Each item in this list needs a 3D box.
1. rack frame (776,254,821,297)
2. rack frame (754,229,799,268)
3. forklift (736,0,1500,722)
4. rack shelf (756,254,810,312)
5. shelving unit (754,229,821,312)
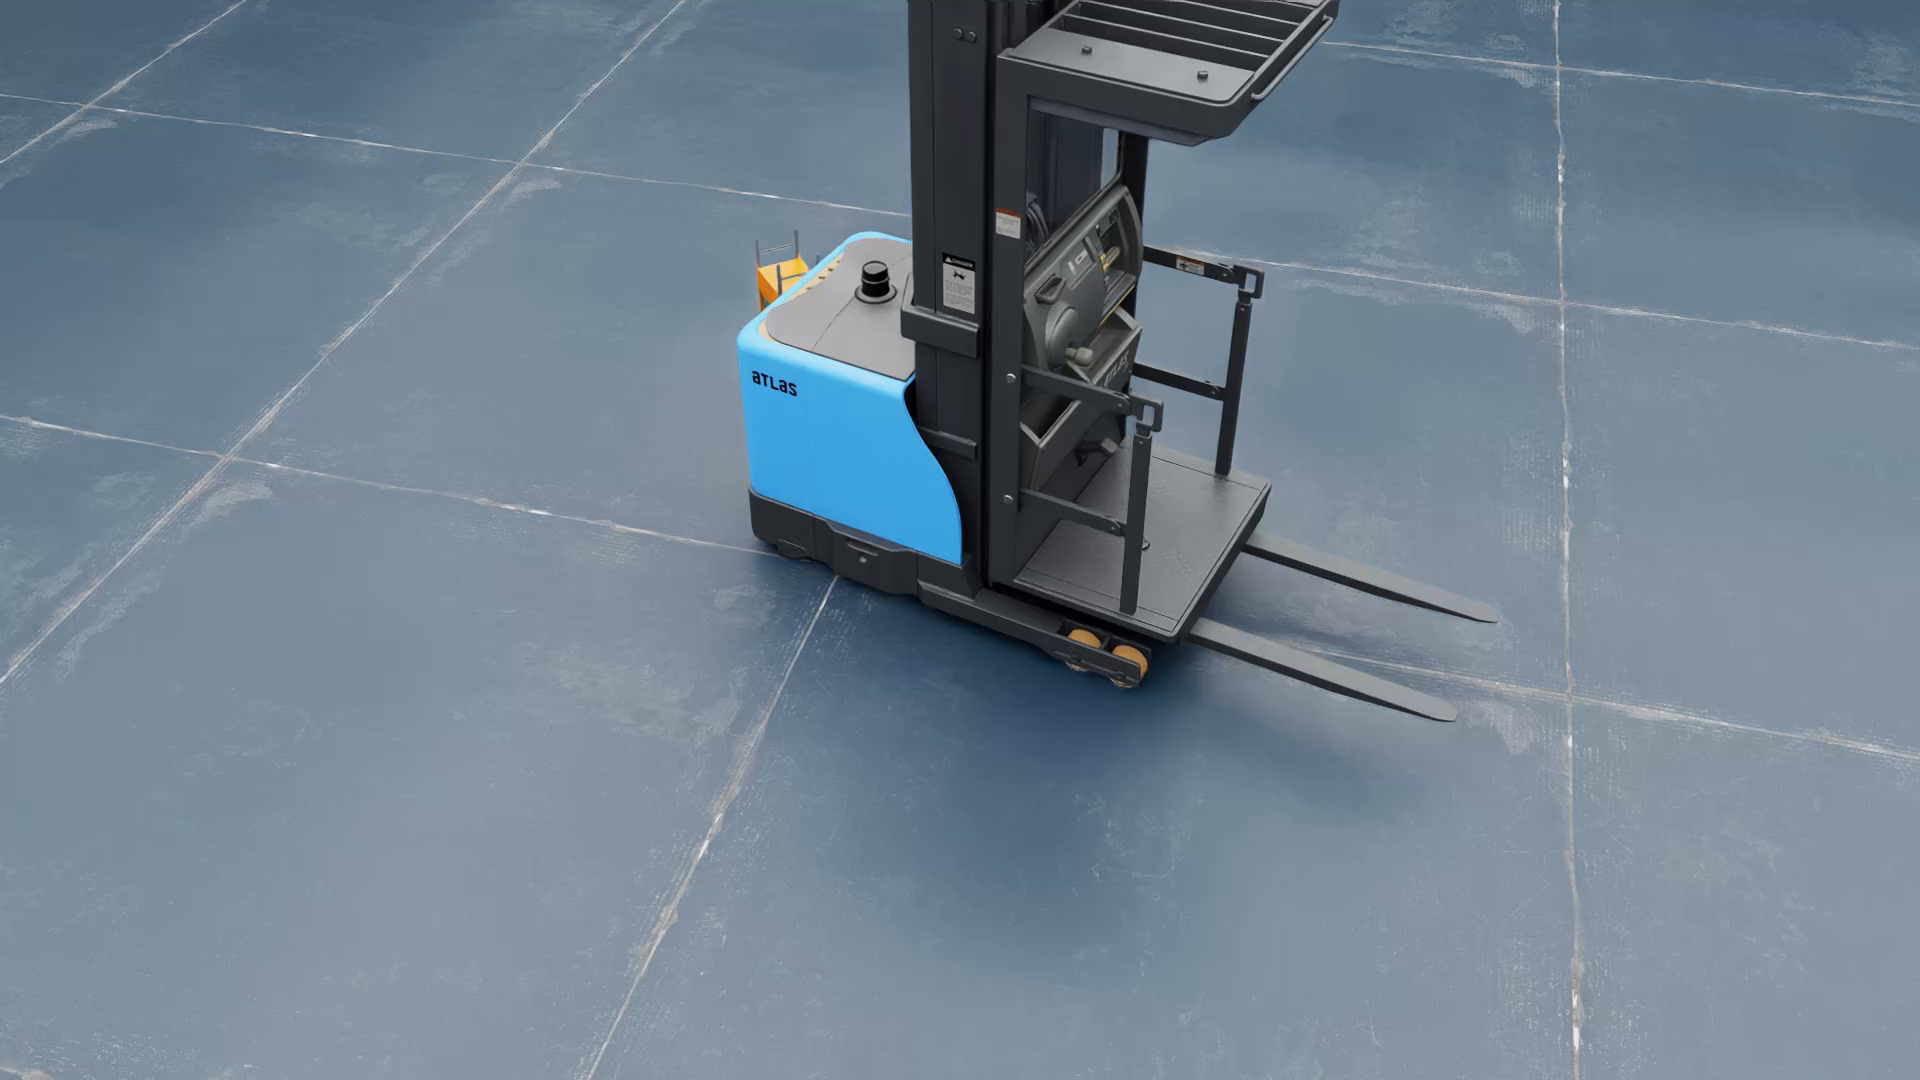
[{"bbox_3d":[-0.684,-0.782,7.365,0.200,1.050,0.008,-18,43,-21],"label":"rack frame"},{"bbox_3d":[-0.796,-0.922,7.531,0.200,1.050,0.008,-18,43,-21],"label":"rack frame"},{"bbox_3d":[0.642,-0.934,6.083,3.031,2.935,1.130,19,44,21],"label":"forklift"},{"bbox_3d":[-0.740,-1.061,7.272,0.215,0.259,0.240,-18,43,-21],"label":"rack shelf"},{"bbox_3d":[-0.740,-0.852,7.448,0.215,1.050,0.252,-18,43,-21],"label":"shelving unit"}]
